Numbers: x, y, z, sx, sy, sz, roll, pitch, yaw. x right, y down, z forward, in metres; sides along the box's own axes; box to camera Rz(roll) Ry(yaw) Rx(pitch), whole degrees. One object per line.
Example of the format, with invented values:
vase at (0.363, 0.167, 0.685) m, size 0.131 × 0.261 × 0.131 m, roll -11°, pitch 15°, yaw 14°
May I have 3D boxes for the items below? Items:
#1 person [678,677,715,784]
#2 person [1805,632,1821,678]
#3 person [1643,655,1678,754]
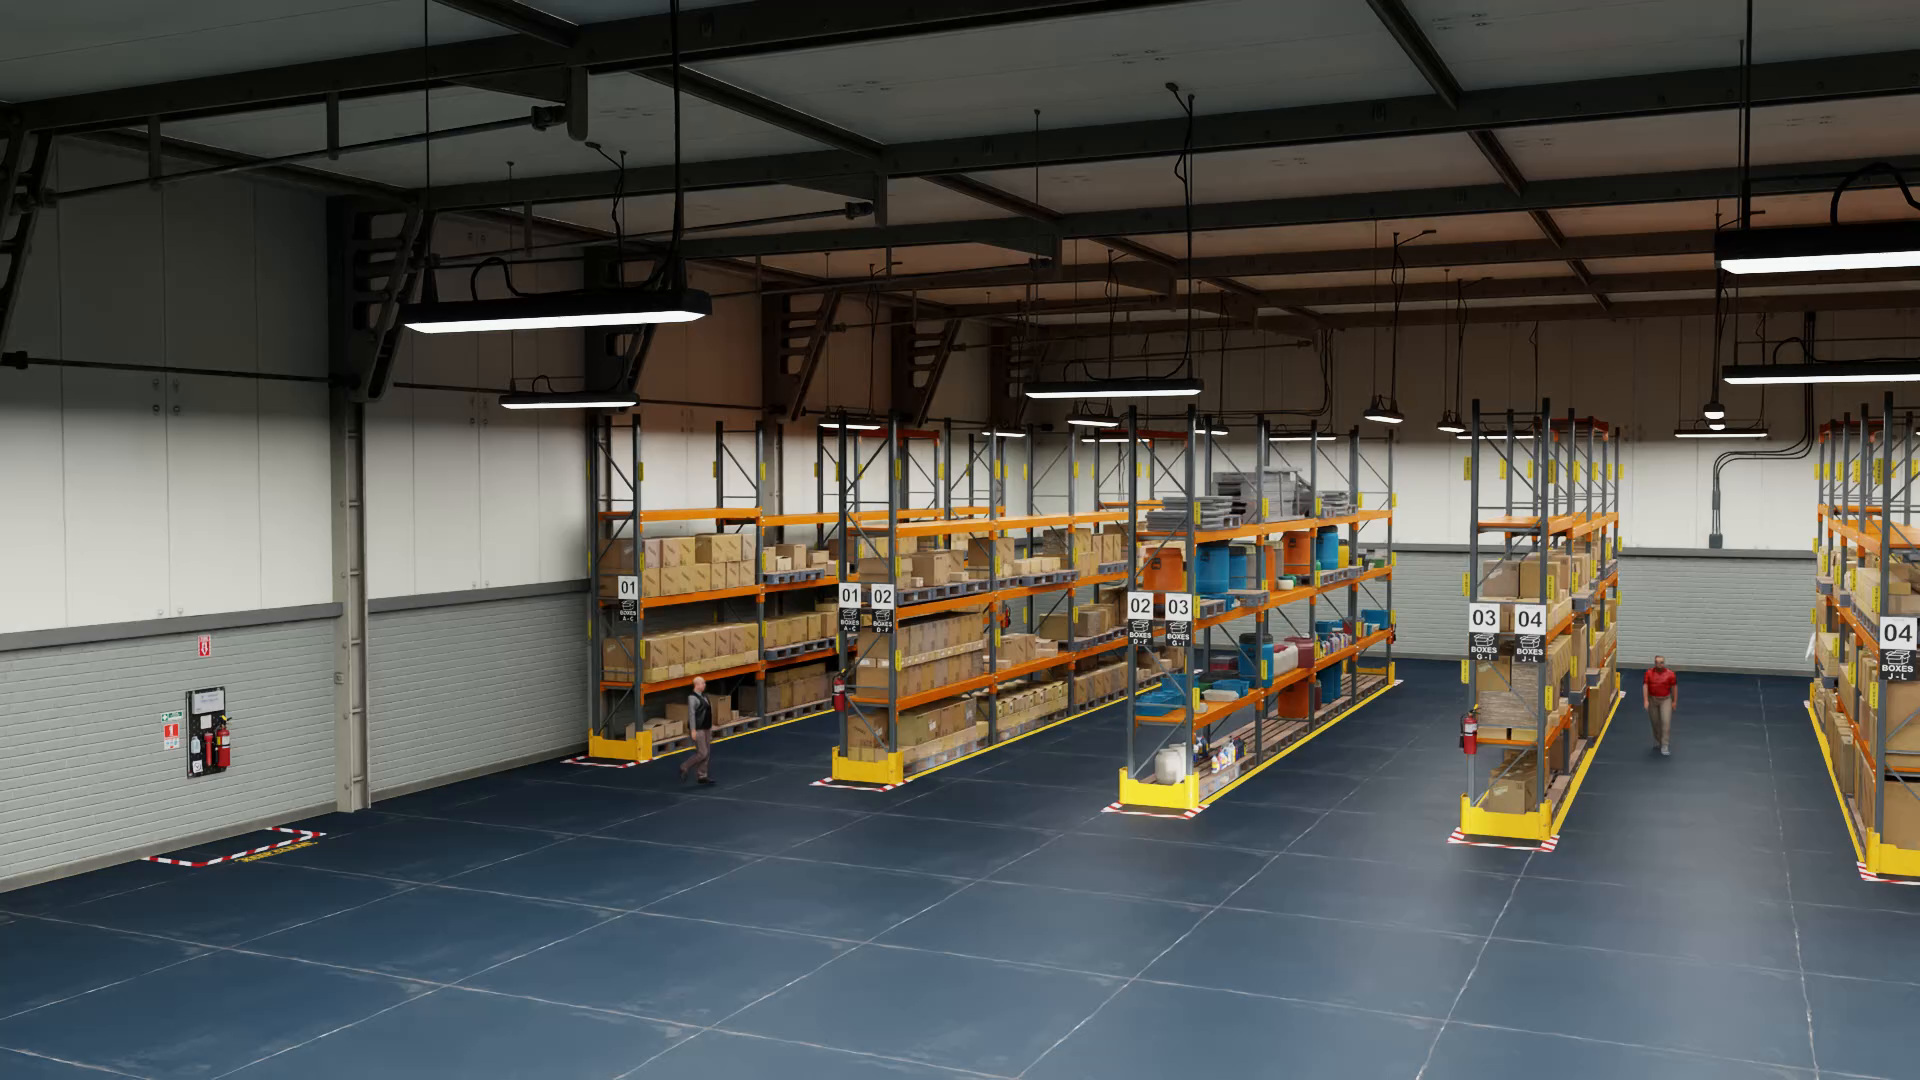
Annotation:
person at (-4.189, 3.035, 26.525) m, size 0.570 × 1.713 × 0.553 m, roll 1°, pitch 2°, yaw 13°
person at (19.600, 2.614, 37.842) m, size 1.059 × 1.620 × 0.532 m, roll -2°, pitch 3°, yaw -35°
person at (12.504, 2.909, 29.759) m, size 0.553 × 1.690 × 0.909 m, roll 2°, pitch 3°, yaw 37°
